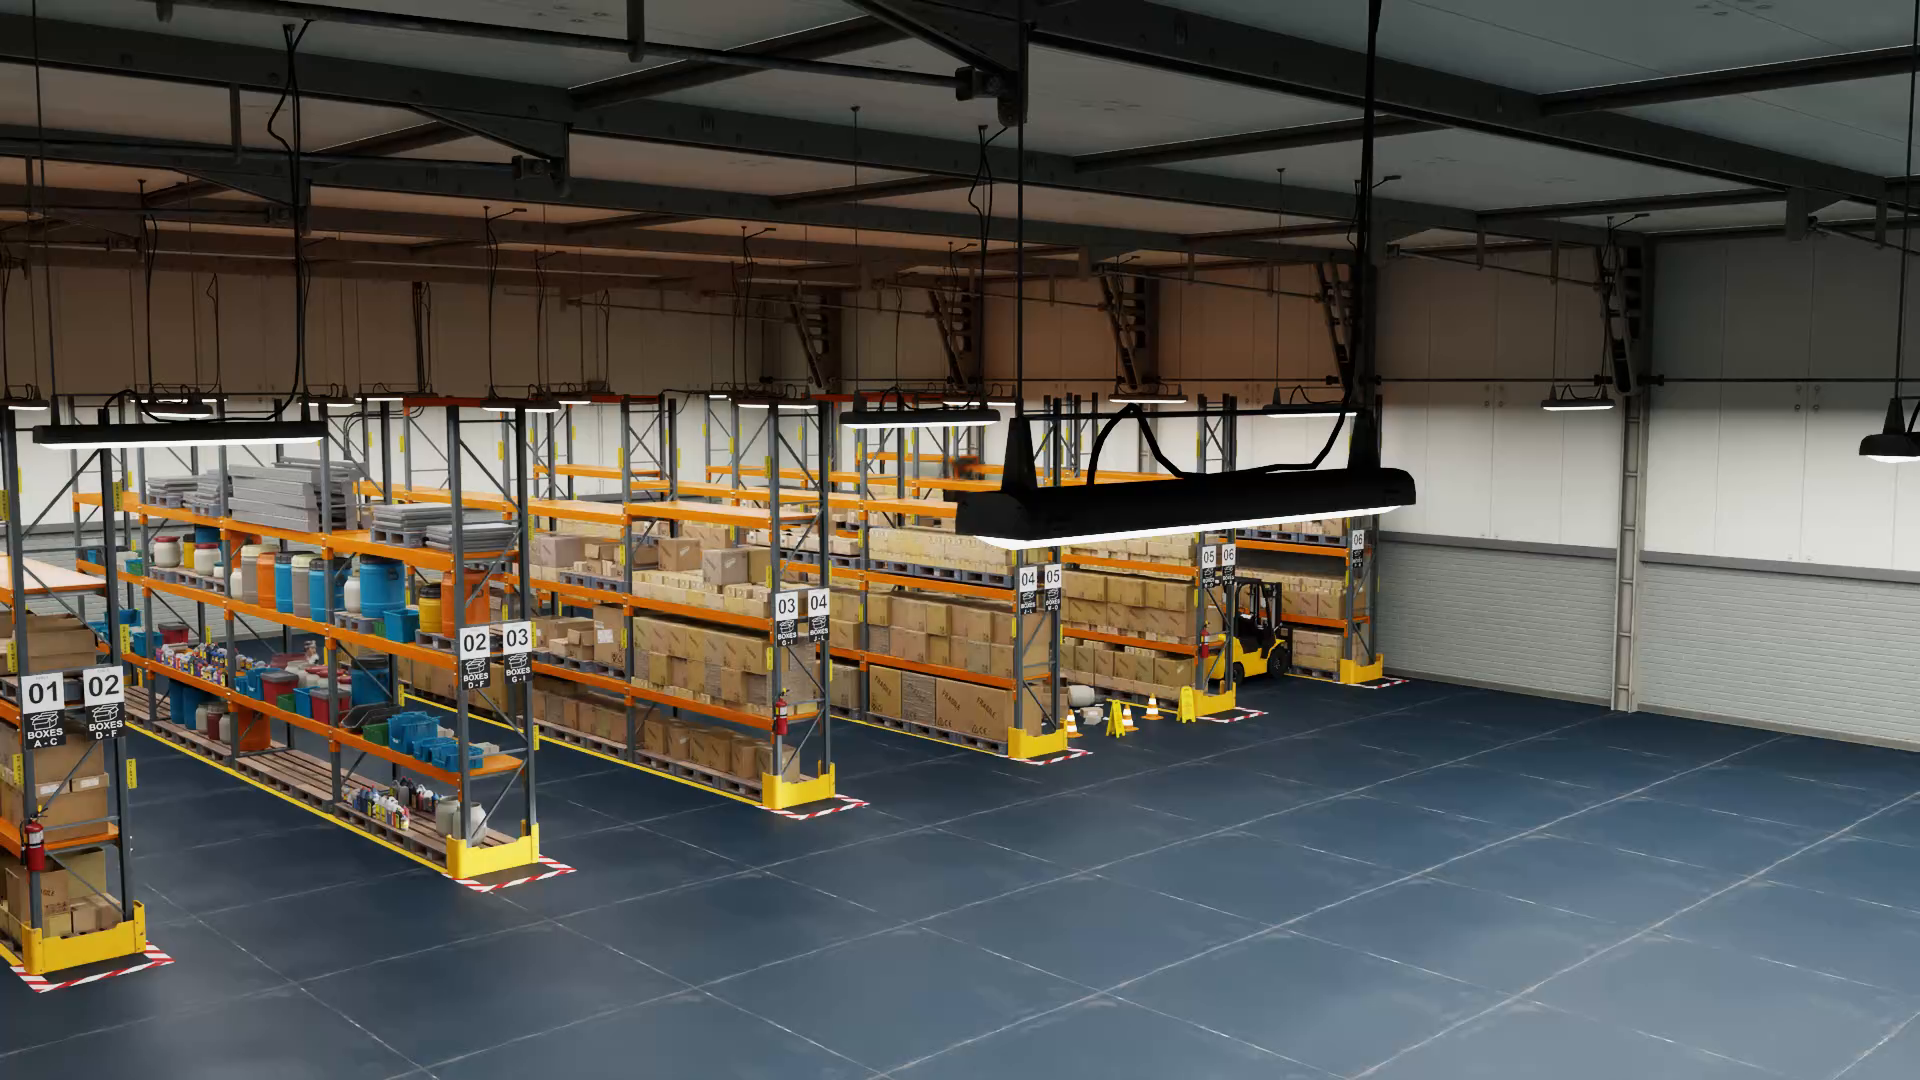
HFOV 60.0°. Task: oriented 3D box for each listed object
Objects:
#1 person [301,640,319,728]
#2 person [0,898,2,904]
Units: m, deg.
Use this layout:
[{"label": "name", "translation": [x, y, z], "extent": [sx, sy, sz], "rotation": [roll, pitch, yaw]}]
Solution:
[{"label": "person", "translation": [-11.922, 2.616, 30.286], "extent": [0.667, 1.616, 0.618], "rotation": [3, 6, 28]}, {"label": "person", "translation": [-10.194, 3.883, 17.014], "extent": [0.788, 1.697, 0.571], "rotation": [1, 6, 6]}]
